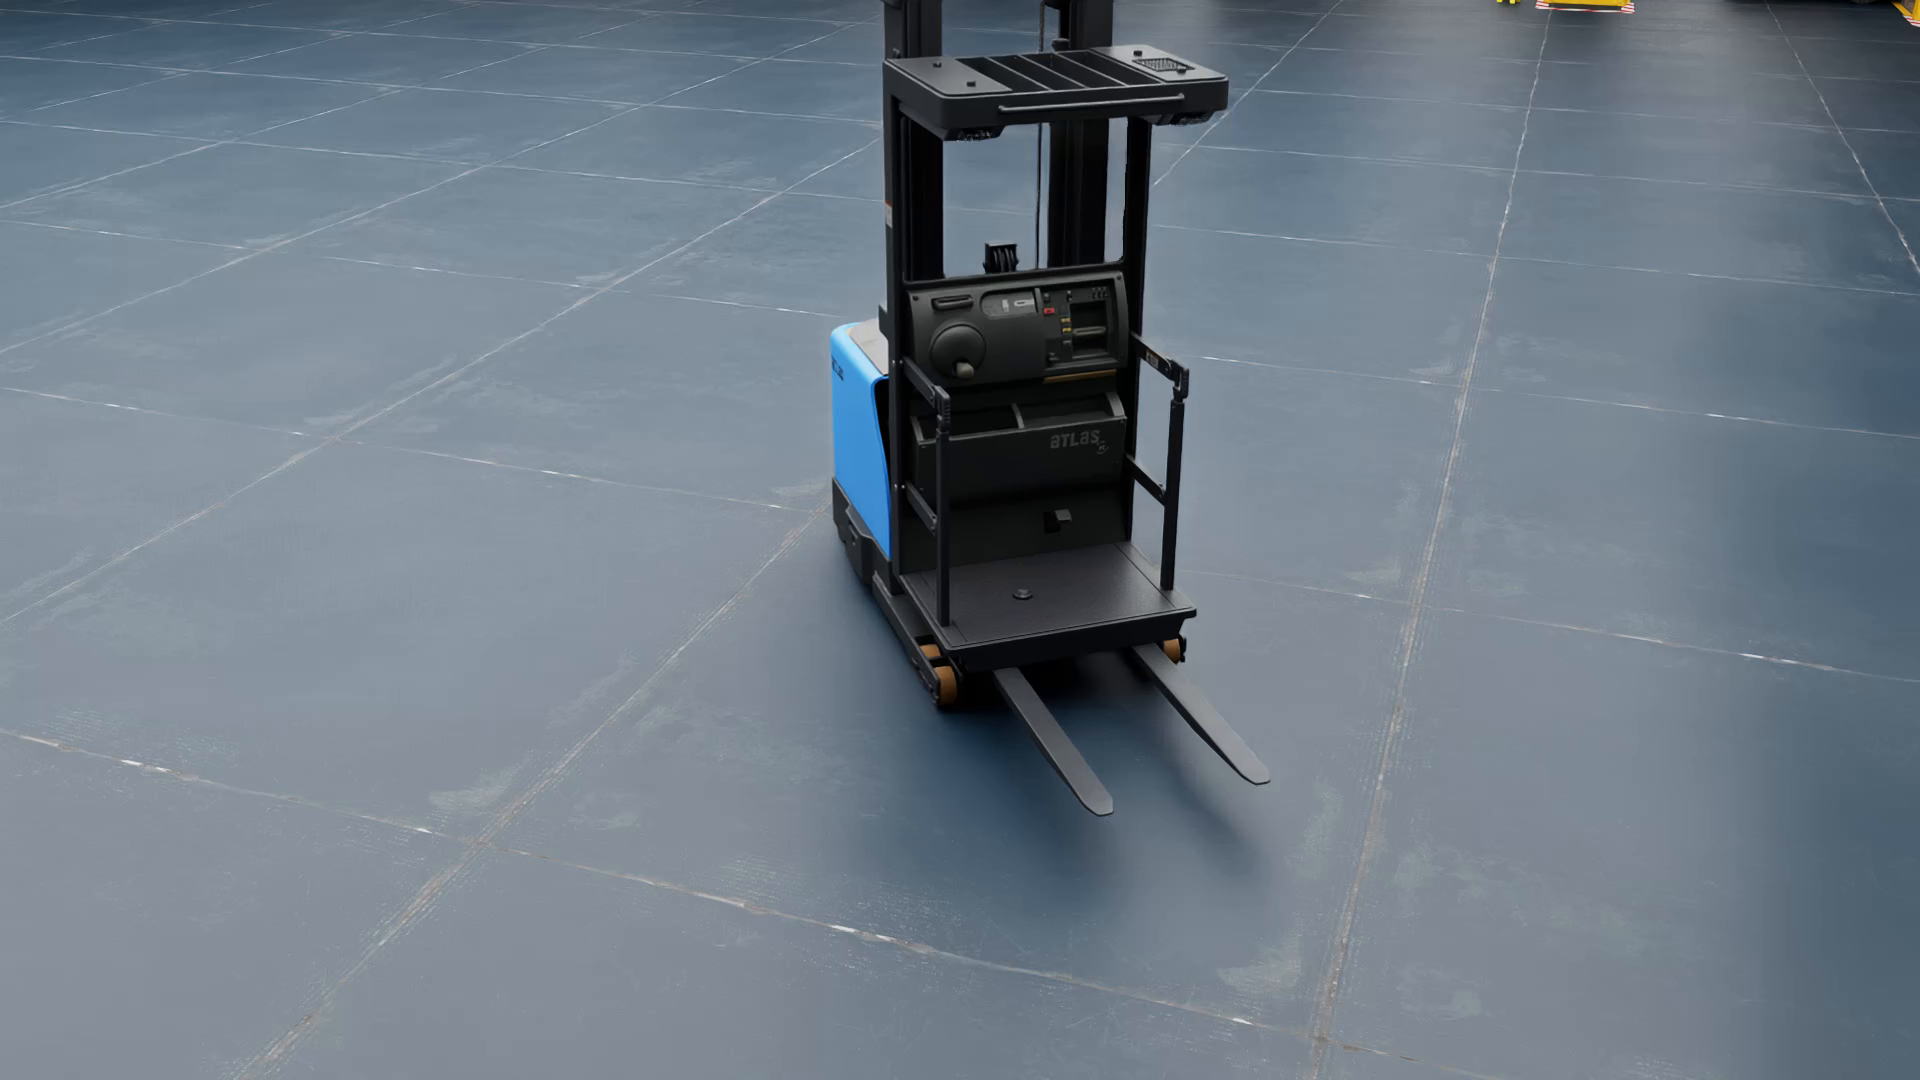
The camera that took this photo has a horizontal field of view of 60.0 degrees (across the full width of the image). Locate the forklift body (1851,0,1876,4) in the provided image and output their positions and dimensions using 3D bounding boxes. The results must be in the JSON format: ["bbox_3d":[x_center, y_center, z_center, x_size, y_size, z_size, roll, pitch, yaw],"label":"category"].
[{"bbox_3d":[12.881,-9.273,24.935,2.313,2.155,1.214,9,27,17],"label":"forklift body"}]

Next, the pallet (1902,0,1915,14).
[{"bbox_3d":[14.185,-7.677,23.863,1.003,0.211,1.213,9,27,17],"label":"pallet"}]

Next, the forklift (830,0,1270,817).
[{"bbox_3d":[0.317,-0.835,6.610,1.130,2.935,3.031,-8,27,-17],"label":"forklift"}]

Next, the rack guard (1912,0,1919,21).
[{"bbox_3d":[13.962,-7.477,23.118,1.175,0.500,0.348,9,27,17],"label":"rack guard"}]

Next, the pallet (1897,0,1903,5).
[{"bbox_3d":[14.593,-8.177,24.895,1.003,0.211,1.213,9,27,17],"label":"pallet"}]

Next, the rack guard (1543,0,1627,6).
[{"bbox_3d":[9.313,-8.236,24.687,1.175,0.500,0.348,9,27,17],"label":"rack guard"}]

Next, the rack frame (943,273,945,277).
[{"bbox_3d":[-0.188,-0.765,8.453,0.240,1.200,0.006,-8,27,-17],"label":"rack frame"}]

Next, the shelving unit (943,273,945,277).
[{"bbox_3d":[-0.159,-0.727,8.375,0.258,1.200,0.189,-8,27,-17],"label":"shelving unit"}]

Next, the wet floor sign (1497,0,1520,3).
[{"bbox_3d":[8.216,-8.347,24.750,0.267,0.644,0.232,20,32,35],"label":"wet floor sign"}]
